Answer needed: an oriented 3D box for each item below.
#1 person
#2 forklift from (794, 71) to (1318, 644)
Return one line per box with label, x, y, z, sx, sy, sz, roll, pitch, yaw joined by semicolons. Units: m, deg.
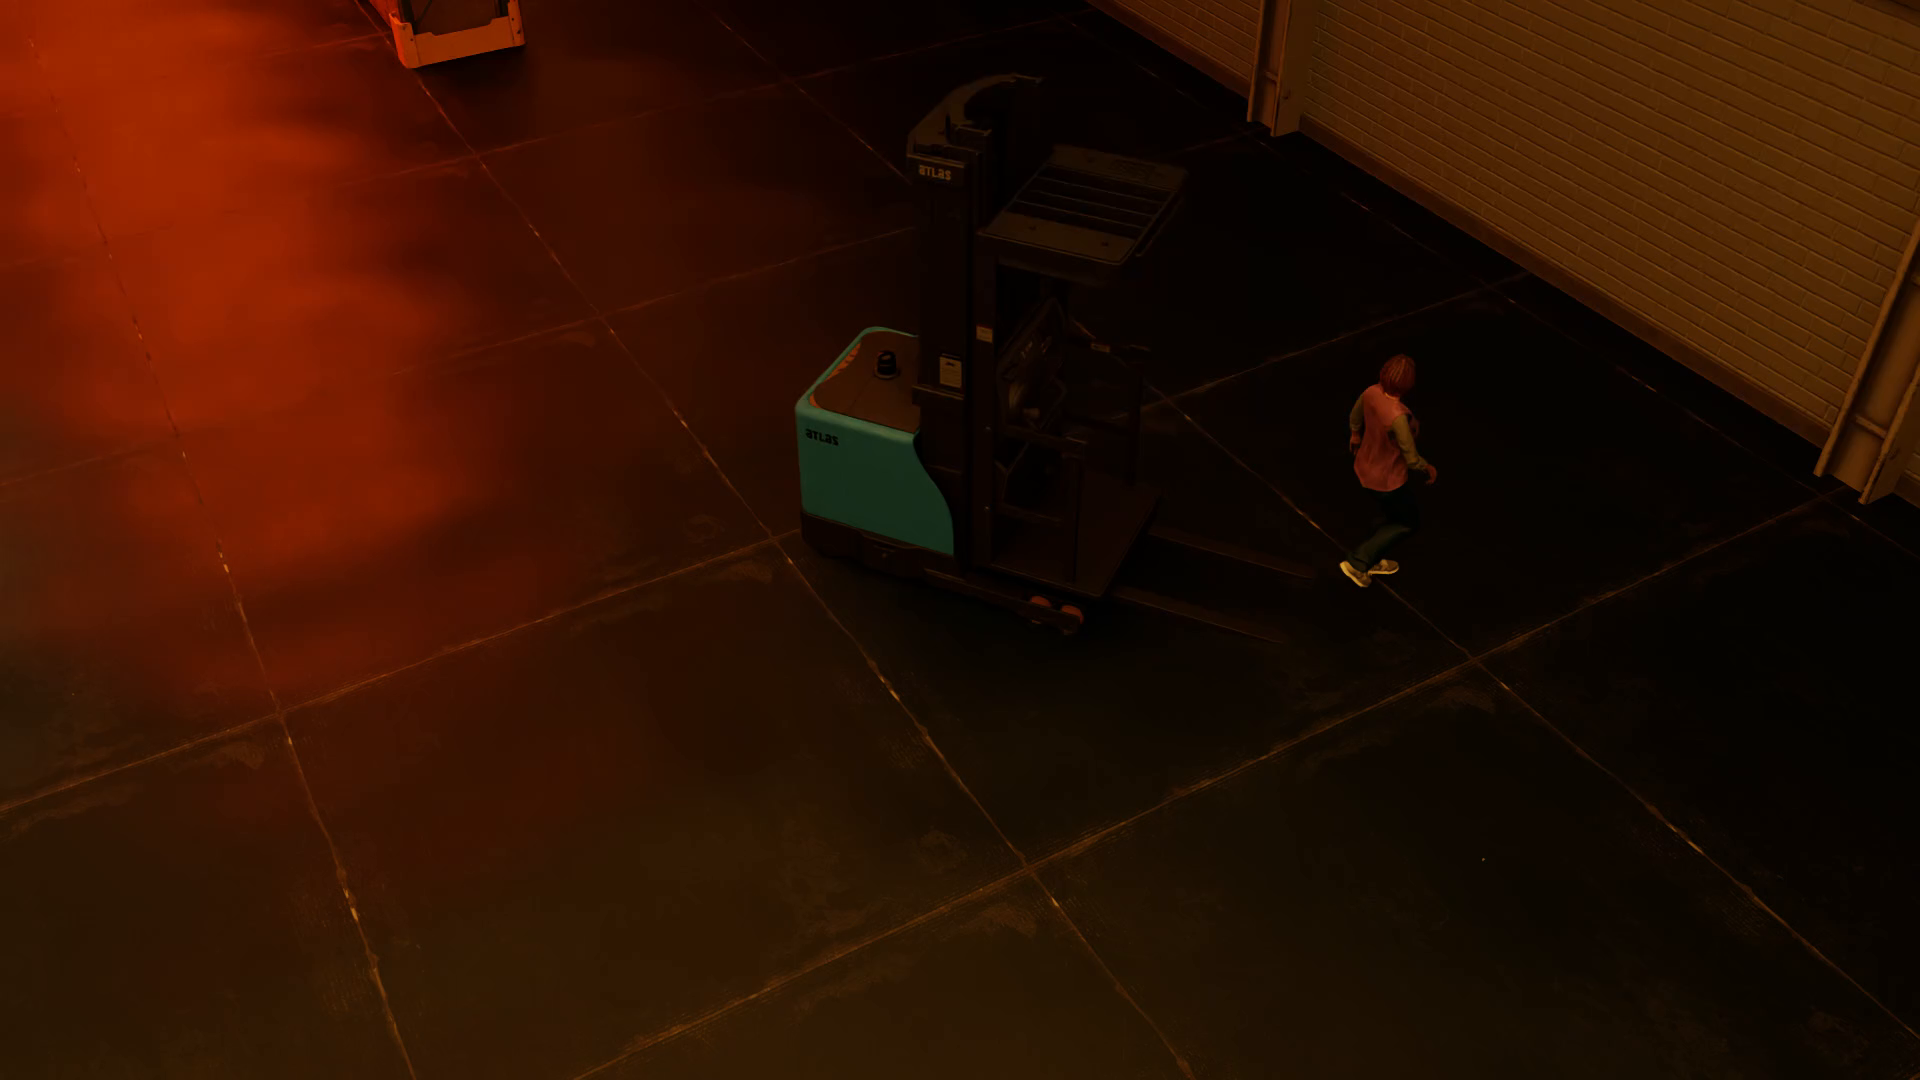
person;2.466;-0.409;9.611;0.481;1.562;0.623;-5;40;-6
forklift;0.585;-0.973;9.209;3.031;2.935;1.130;16;42;19
